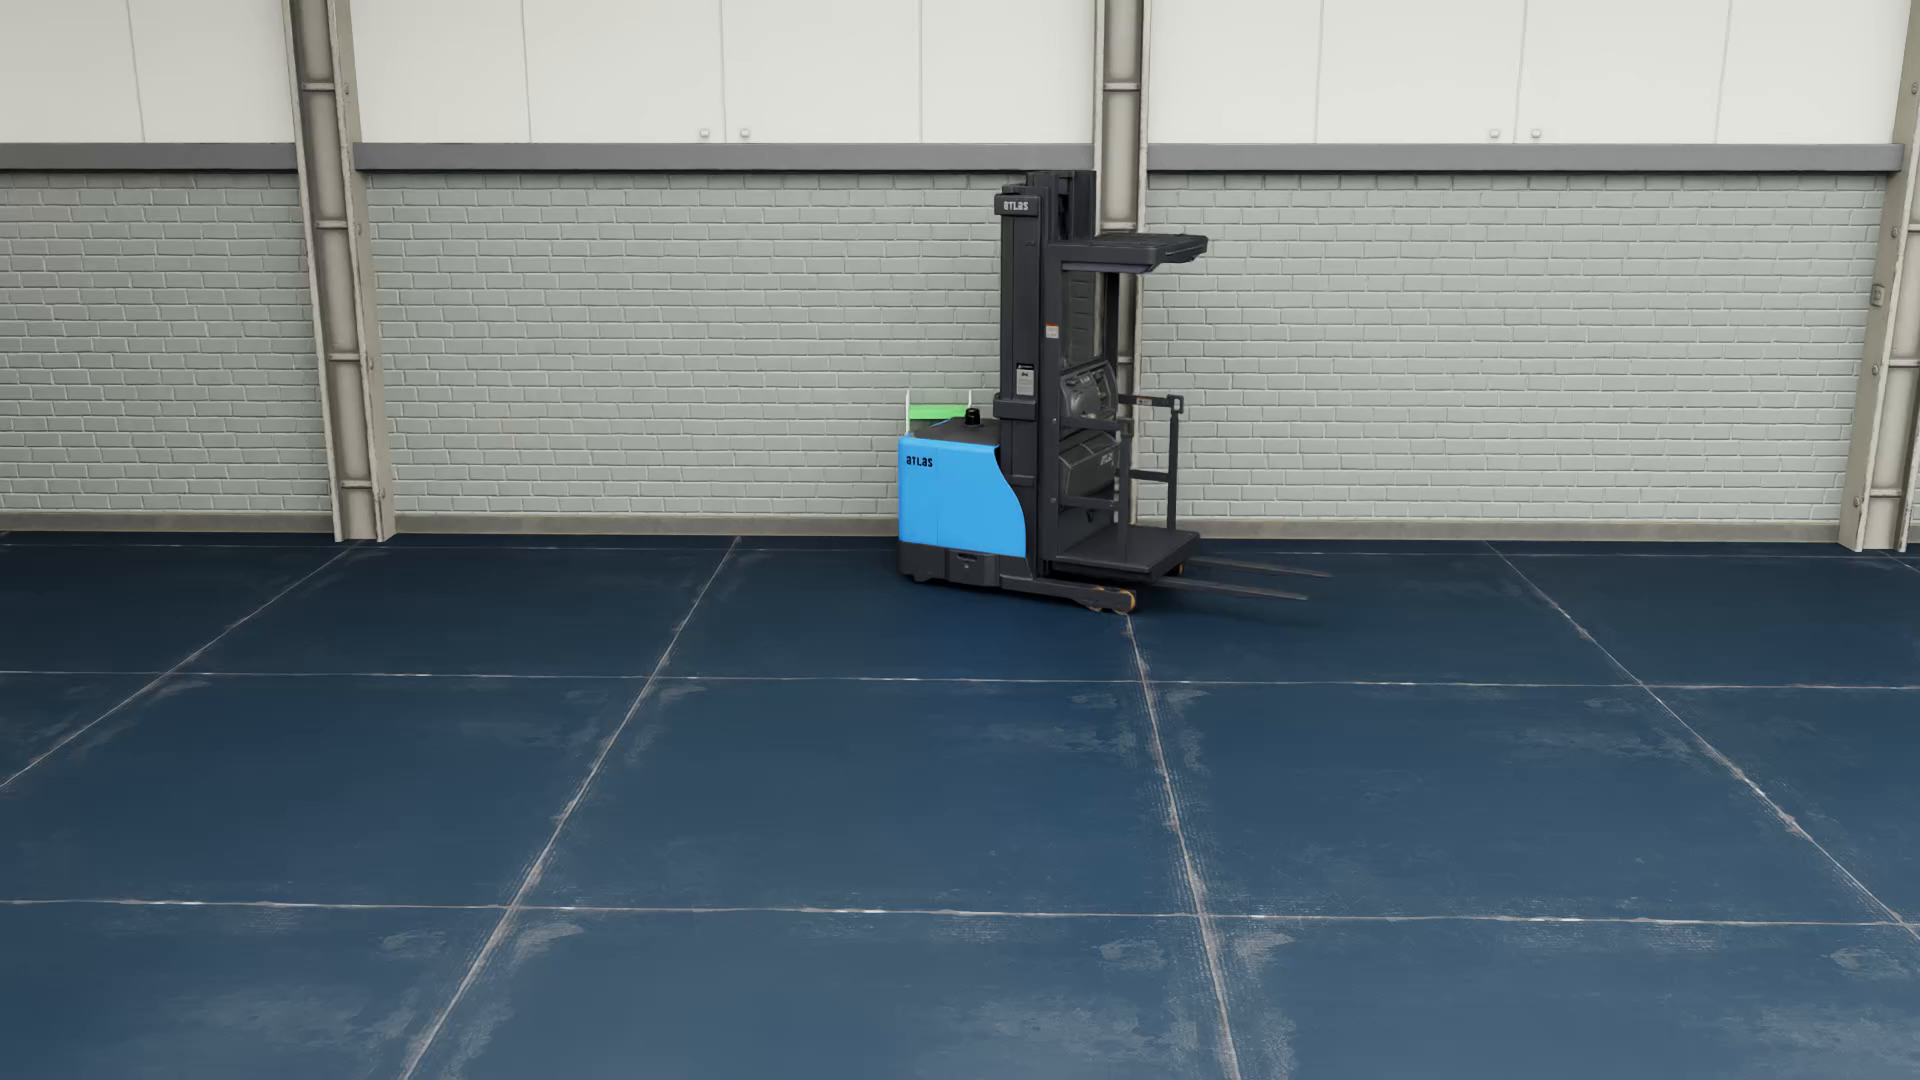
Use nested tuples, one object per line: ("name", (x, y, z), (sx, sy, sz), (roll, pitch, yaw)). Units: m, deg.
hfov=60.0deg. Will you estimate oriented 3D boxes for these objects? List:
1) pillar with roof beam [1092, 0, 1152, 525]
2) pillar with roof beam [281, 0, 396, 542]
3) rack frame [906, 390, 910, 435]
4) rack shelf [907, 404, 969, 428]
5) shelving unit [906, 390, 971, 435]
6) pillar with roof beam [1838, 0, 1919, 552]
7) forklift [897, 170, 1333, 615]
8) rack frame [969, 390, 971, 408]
("pillar with roof beam", (1.089, -3.240, 7.981), (0.400, 9.000, 9.100), (0, 15, 1))
("pillar with roof beam", (-4.909, -3.279, 8.129), (0.400, 9.000, 9.100), (0, 15, 1))
("rack frame", (-0.410, -0.570, 13.147), (0.015, 1.200, 0.240), (0, 15, 1))
("rack shelf", (-0.166, -0.972, 13.039), (0.480, 0.148, 0.258), (0, 15, 1))
("shelving unit", (-0.166, -0.569, 13.144), (0.503, 1.200, 0.258), (0, 15, 1))
("pillar with roof beam", (7.087, -3.201, 7.833), (0.400, 9.000, 9.100), (0, 15, 1))
("forklift", (1.089, -1.059, 11.609), (3.031, 2.935, 1.130), (7, 16, 26))
("rack frame", (0.078, -0.568, 13.140), (0.015, 1.200, 0.240), (0, 15, 1))
